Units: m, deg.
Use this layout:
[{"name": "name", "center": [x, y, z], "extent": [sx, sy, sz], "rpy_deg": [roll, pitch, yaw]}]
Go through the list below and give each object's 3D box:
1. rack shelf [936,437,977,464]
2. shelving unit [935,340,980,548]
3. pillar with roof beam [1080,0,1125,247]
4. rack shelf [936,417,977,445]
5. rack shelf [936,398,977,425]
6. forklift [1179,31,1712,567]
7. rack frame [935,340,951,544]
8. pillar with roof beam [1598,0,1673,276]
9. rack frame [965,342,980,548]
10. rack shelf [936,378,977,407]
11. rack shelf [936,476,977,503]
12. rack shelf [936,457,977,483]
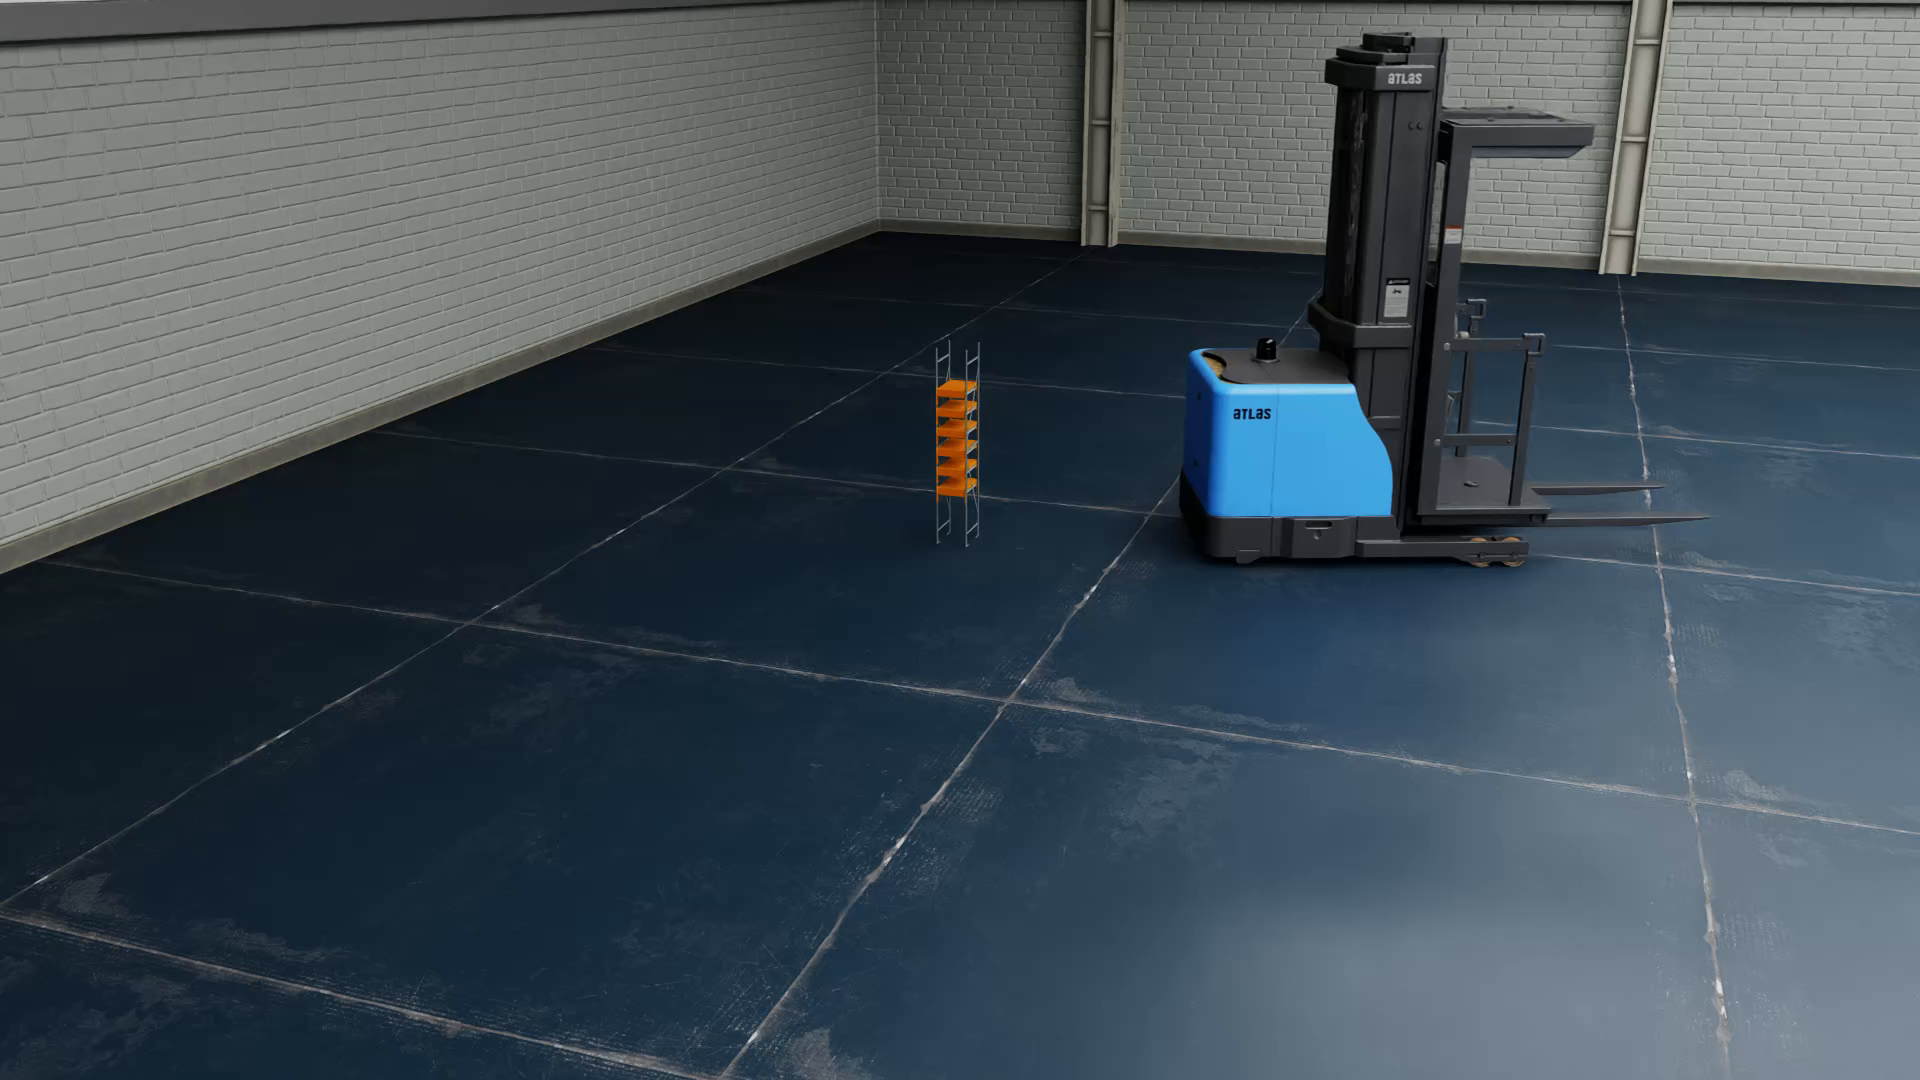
[{"name": "rack shelf", "center": [-0.014, -0.526, 9.898], "extent": [0.180, 0.103, 0.258], "rpy_deg": [7, 20, 18]}, {"name": "shelving unit", "center": [-0.014, -0.568, 9.883], "extent": [0.189, 1.200, 0.258], "rpy_deg": [7, 20, 18]}, {"name": "pillar with roof beam", "center": [0.309, -6.567, 15.245], "extent": [0.400, 9.000, 9.100], "rpy_deg": [7, 20, 18]}, {"name": "rack shelf", "center": [-0.014, -0.639, 9.858], "extent": [0.180, 0.103, 0.258], "rpy_deg": [7, 20, 18]}, {"name": "rack shelf", "center": [-0.014, -0.753, 9.819], "extent": [0.180, 0.103, 0.258], "rpy_deg": [7, 20, 18]}, {"name": "forklift", "center": [2.905, -1.403, 9.649], "extent": [3.031, 2.935, 1.130], "rpy_deg": [-1, 19, -2]}, {"name": "rack frame", "center": [-0.100, -0.578, 9.912], "extent": [0.006, 1.200, 0.240], "rpy_deg": [7, 20, 18]}, {"name": "pillar with roof beam", "center": [5.977, -5.919, 13.386], "extent": [0.400, 9.000, 9.100], "rpy_deg": [7, 20, 18]}, {"name": "rack frame", "center": [0.073, -0.558, 9.855], "extent": [0.006, 1.200, 0.240], "rpy_deg": [7, 20, 18]}, {"name": "rack shelf", "center": [-0.014, -0.866, 9.779], "extent": [0.180, 0.103, 0.258], "rpy_deg": [7, 20, 18]}, {"name": "rack shelf", "center": [-0.014, -0.300, 9.977], "extent": [0.180, 0.103, 0.258], "rpy_deg": [7, 20, 18]}, {"name": "rack shelf", "center": [-0.014, -0.413, 9.937], "extent": [0.180, 0.103, 0.258], "rpy_deg": [7, 20, 18]}]
